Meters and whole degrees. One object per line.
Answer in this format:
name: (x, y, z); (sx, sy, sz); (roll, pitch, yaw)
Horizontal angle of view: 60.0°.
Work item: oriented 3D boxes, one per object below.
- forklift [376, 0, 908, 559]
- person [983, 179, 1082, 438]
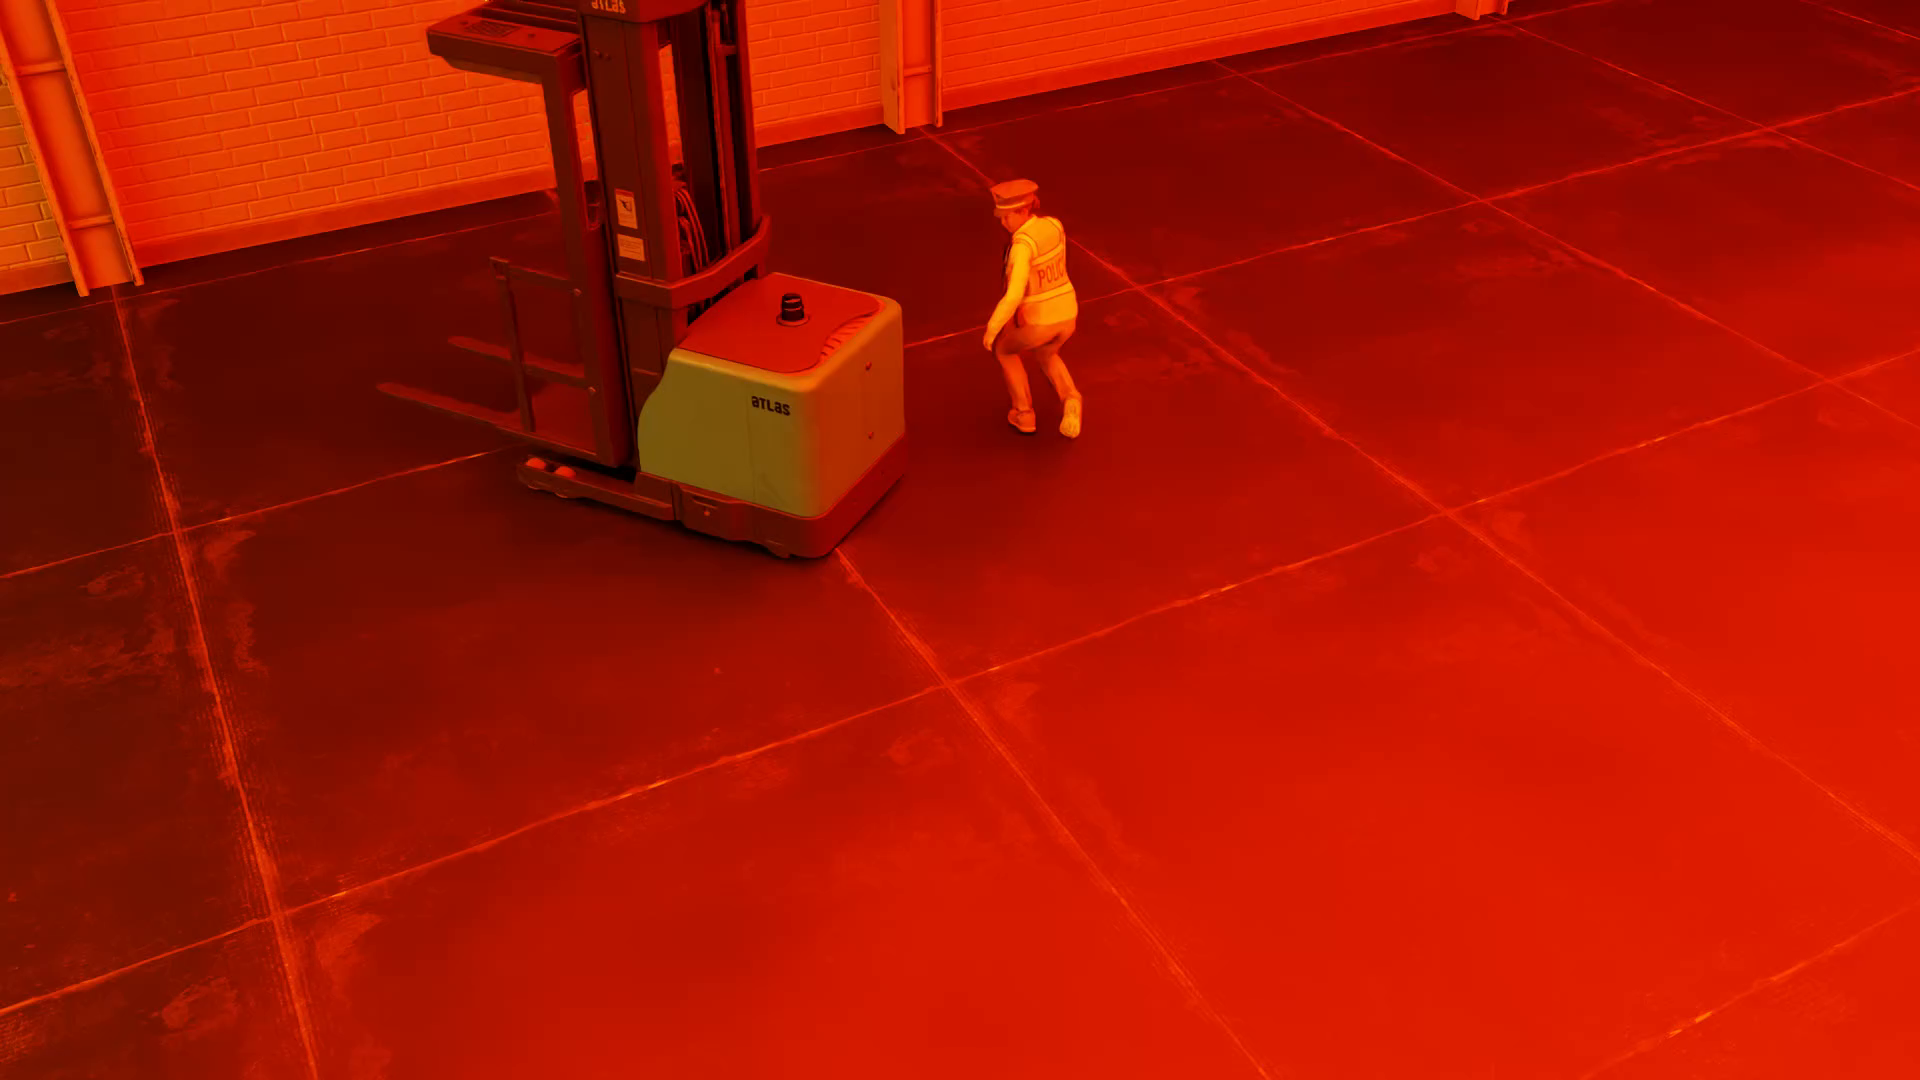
forklift: (-1.838, -1.680, 8.499); (3.031, 2.935, 1.130); (16, 38, 21)
person: (0.449, -1.249, 9.188); (0.757, 1.465, 0.609); (-25, 42, -31)
